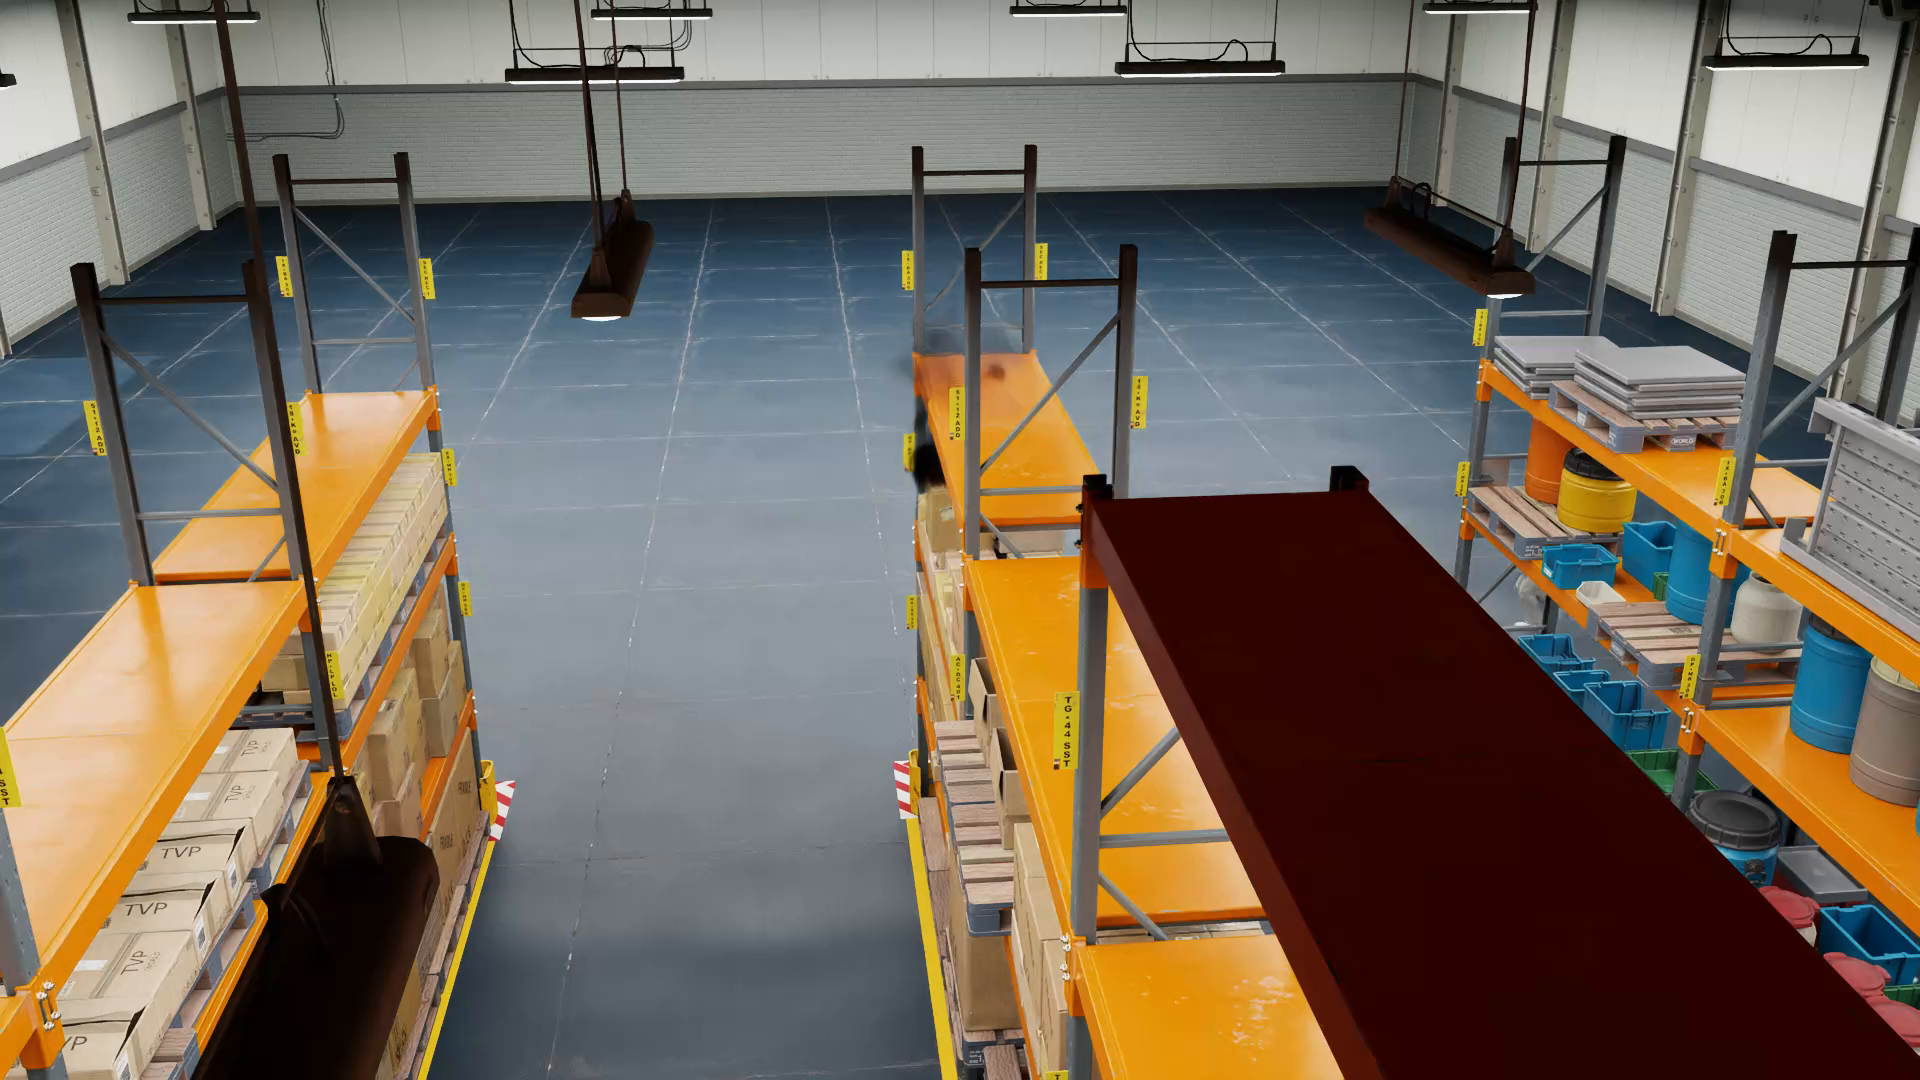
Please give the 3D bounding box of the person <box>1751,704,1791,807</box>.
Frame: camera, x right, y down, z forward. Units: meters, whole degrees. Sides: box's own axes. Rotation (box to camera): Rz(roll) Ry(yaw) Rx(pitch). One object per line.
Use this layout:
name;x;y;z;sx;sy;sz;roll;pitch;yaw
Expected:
person;6.935;2.103;14.149;0.538;1.605;0.805;-1;22;-2

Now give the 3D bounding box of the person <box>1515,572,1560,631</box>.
person;6.595;0.282;18.750;0.561;1.619;0.580;9;23;21
